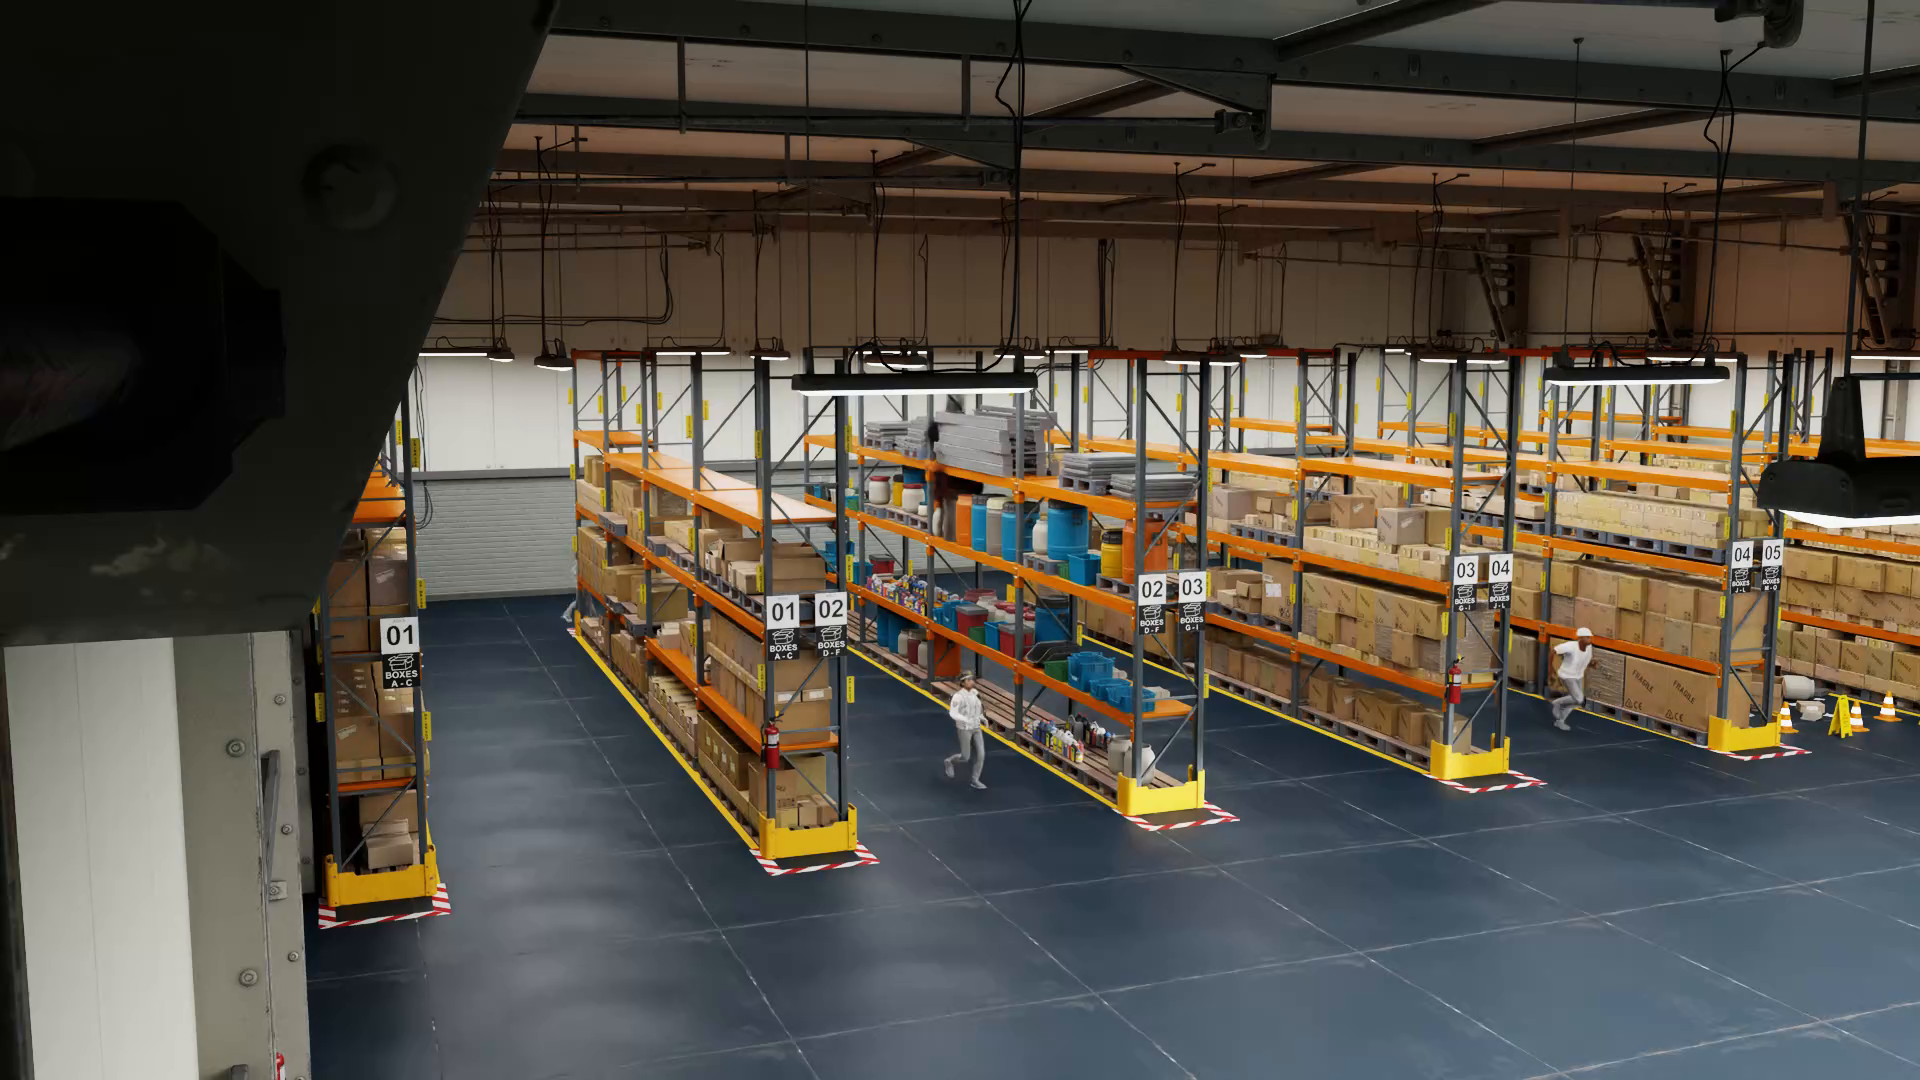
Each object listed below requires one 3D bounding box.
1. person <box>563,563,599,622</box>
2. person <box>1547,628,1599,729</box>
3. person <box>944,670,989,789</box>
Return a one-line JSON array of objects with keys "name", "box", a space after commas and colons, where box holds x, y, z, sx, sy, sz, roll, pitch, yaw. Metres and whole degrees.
[{"name": "person", "box": [-8.187, 1.020, 36.100, 0.895, 1.581, 0.545, -2, 7, -14]}, {"name": "person", "box": [9.810, 2.212, 26.511, 0.684, 1.681, 0.711, -5, 9, -34]}, {"name": "person", "box": [0.106, 2.622, 23.255, 0.625, 1.652, 0.726, -6, 10, -42]}]
